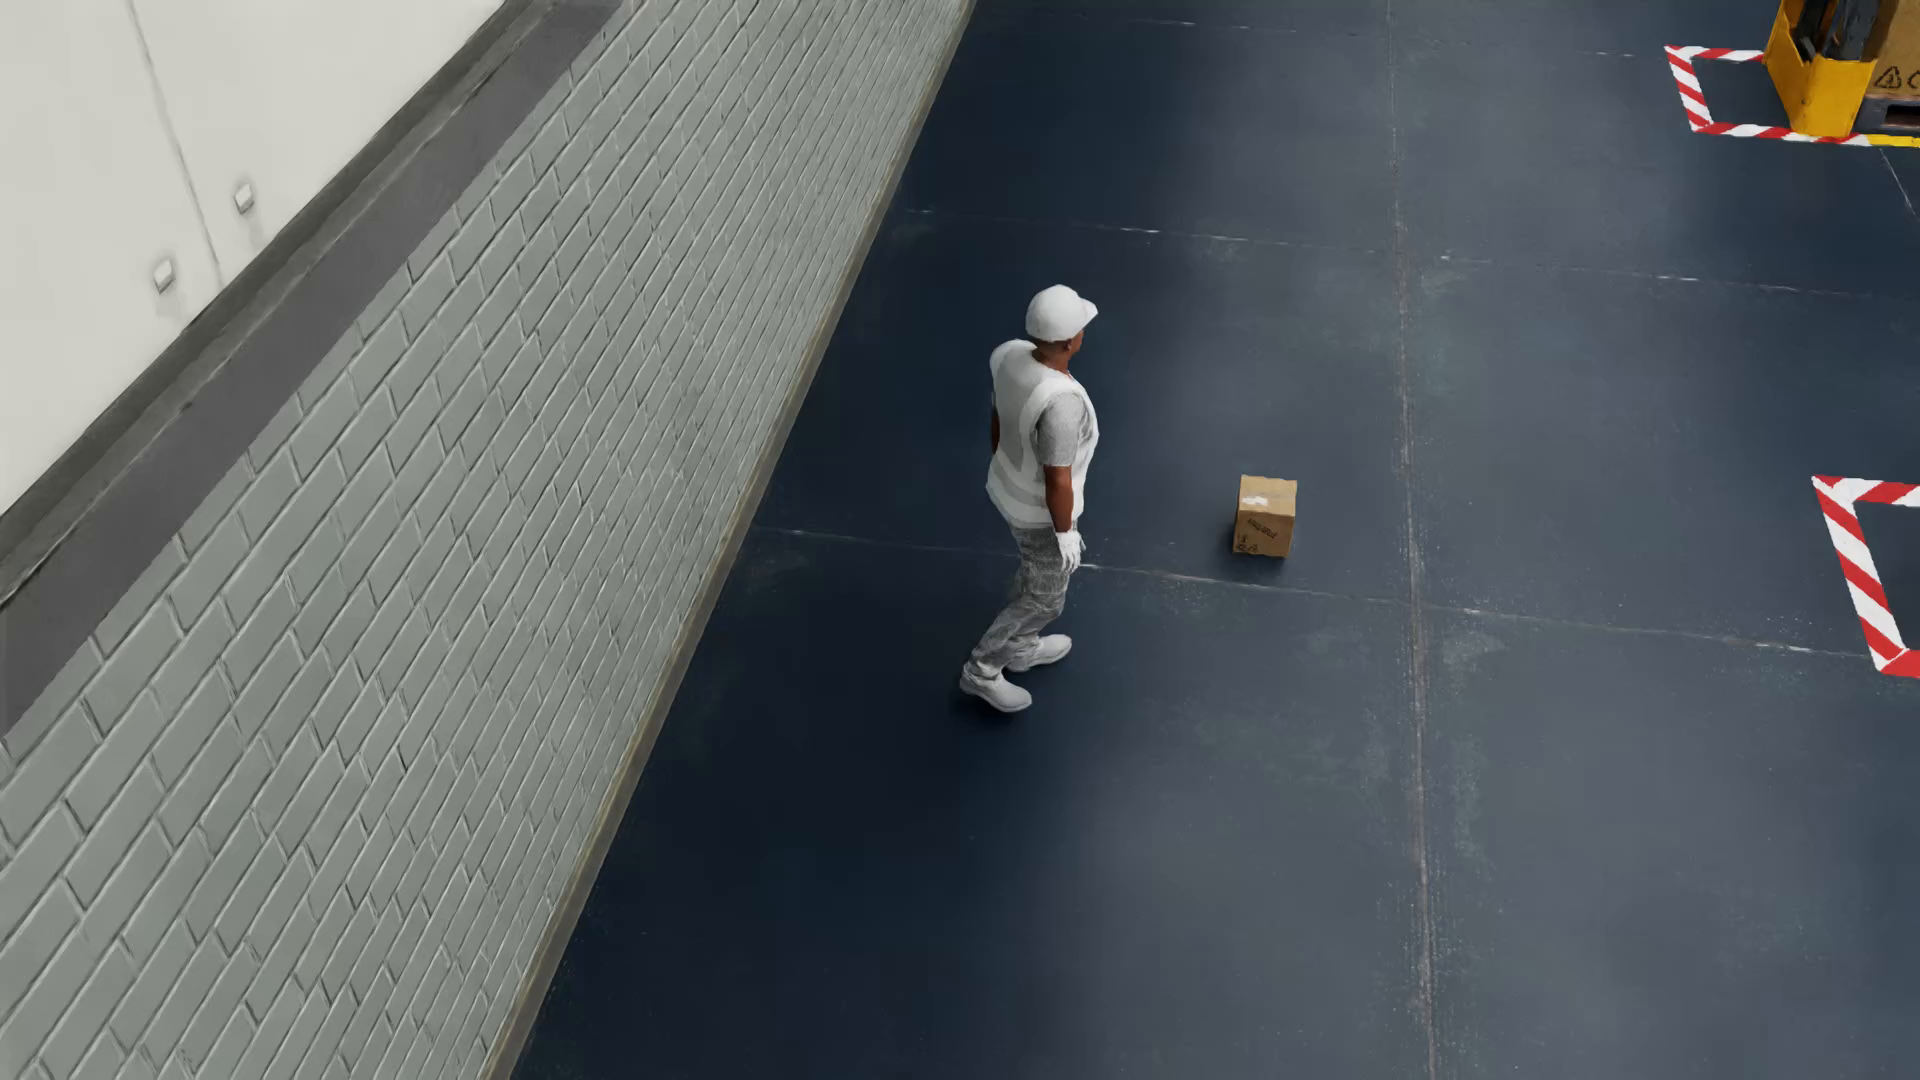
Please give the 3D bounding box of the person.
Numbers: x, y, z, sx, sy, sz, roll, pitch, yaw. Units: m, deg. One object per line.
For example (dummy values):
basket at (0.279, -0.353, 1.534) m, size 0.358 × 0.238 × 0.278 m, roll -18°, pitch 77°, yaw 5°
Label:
person at (0.236, -0.139, 6.306) m, size 0.573 × 1.768 × 0.623 m, roll -12°, pitch 42°, yaw -14°
